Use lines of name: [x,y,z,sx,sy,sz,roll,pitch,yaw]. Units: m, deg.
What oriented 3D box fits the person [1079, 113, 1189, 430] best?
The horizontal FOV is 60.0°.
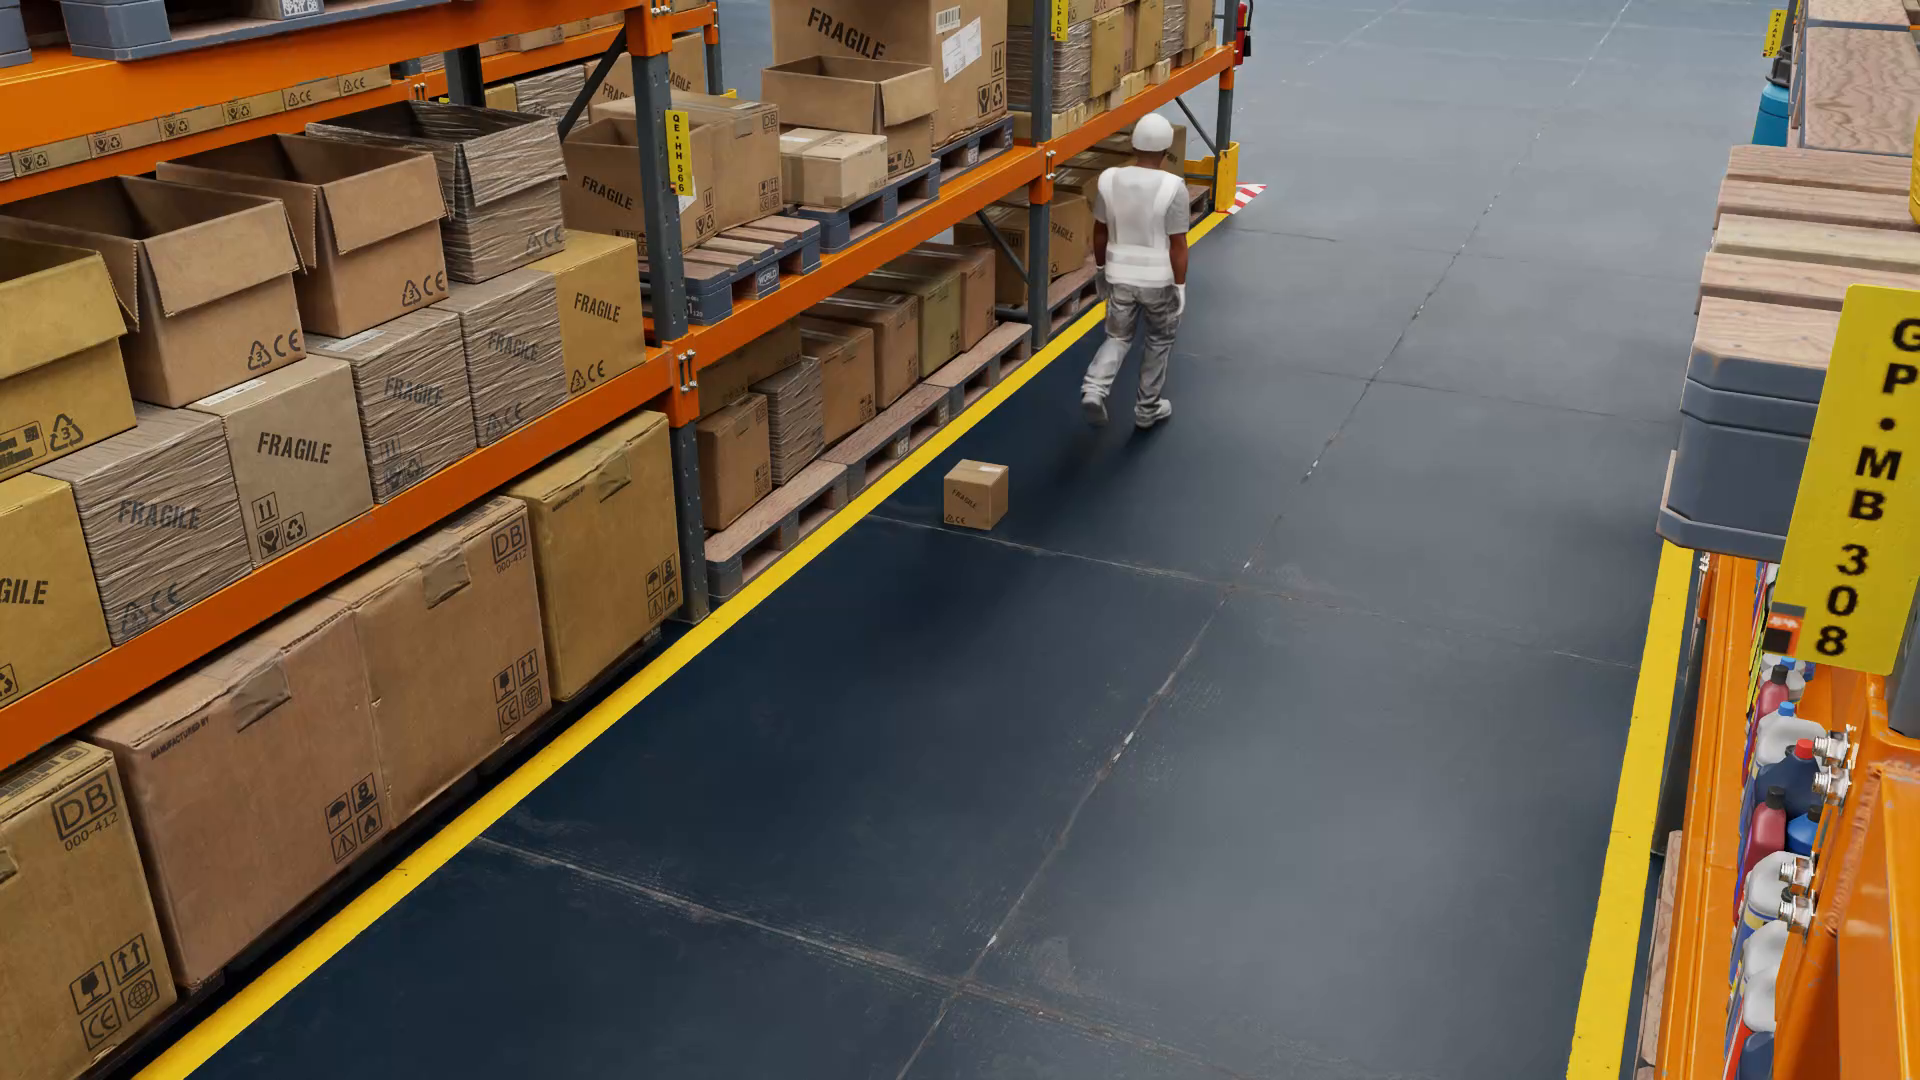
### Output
person: [0.949,-1.397,8.943,0.566,1.765,0.794,14,29,27]
